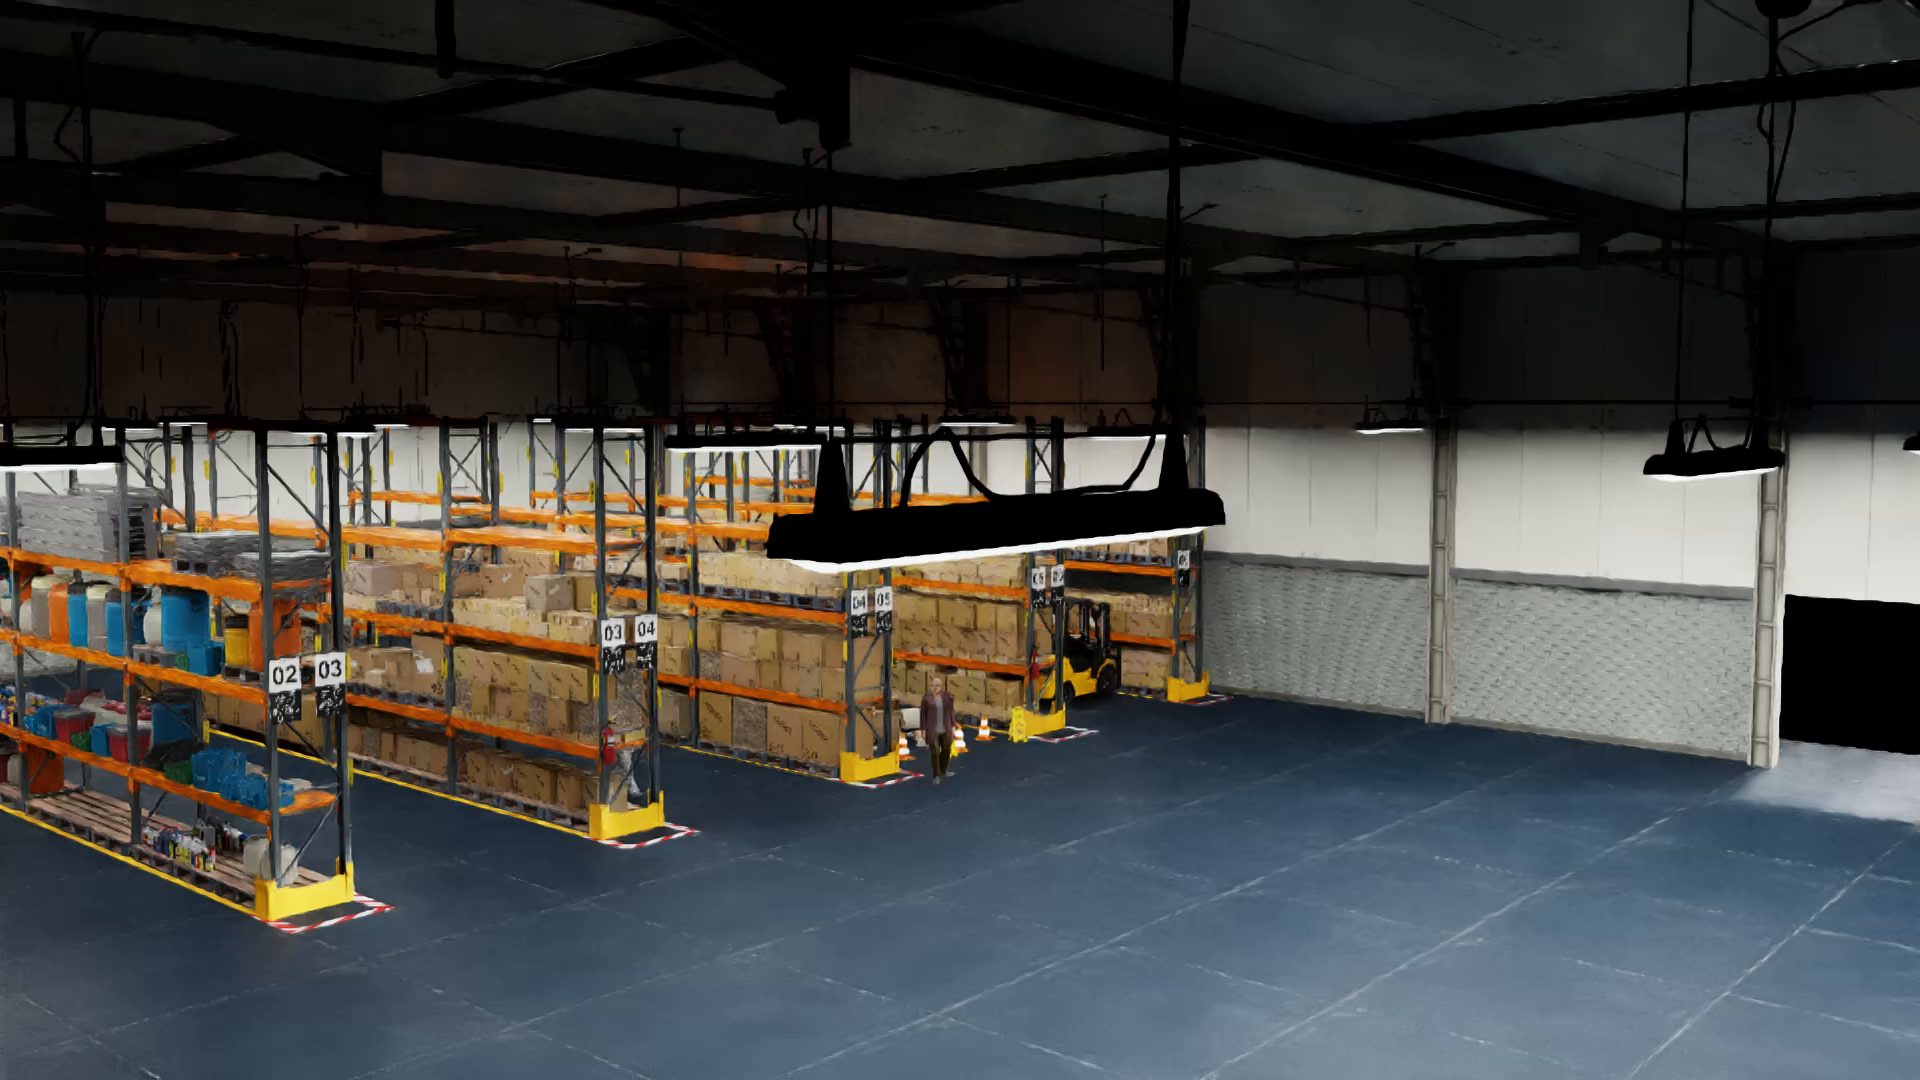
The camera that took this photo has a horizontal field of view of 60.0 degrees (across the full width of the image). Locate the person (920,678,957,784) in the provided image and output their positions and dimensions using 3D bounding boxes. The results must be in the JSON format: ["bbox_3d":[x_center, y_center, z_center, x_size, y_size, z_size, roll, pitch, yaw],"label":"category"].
[{"bbox_3d":[-0.367,3.150,27.720,0.619,1.768,0.594,-1,5,-14],"label":"person"}]

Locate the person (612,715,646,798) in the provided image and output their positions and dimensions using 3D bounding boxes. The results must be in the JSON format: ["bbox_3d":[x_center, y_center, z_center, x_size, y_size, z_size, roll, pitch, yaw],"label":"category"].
[{"bbox_3d":[-5.343,3.237,26.732,1.033,1.716,0.577,4,6,40],"label":"person"}]
